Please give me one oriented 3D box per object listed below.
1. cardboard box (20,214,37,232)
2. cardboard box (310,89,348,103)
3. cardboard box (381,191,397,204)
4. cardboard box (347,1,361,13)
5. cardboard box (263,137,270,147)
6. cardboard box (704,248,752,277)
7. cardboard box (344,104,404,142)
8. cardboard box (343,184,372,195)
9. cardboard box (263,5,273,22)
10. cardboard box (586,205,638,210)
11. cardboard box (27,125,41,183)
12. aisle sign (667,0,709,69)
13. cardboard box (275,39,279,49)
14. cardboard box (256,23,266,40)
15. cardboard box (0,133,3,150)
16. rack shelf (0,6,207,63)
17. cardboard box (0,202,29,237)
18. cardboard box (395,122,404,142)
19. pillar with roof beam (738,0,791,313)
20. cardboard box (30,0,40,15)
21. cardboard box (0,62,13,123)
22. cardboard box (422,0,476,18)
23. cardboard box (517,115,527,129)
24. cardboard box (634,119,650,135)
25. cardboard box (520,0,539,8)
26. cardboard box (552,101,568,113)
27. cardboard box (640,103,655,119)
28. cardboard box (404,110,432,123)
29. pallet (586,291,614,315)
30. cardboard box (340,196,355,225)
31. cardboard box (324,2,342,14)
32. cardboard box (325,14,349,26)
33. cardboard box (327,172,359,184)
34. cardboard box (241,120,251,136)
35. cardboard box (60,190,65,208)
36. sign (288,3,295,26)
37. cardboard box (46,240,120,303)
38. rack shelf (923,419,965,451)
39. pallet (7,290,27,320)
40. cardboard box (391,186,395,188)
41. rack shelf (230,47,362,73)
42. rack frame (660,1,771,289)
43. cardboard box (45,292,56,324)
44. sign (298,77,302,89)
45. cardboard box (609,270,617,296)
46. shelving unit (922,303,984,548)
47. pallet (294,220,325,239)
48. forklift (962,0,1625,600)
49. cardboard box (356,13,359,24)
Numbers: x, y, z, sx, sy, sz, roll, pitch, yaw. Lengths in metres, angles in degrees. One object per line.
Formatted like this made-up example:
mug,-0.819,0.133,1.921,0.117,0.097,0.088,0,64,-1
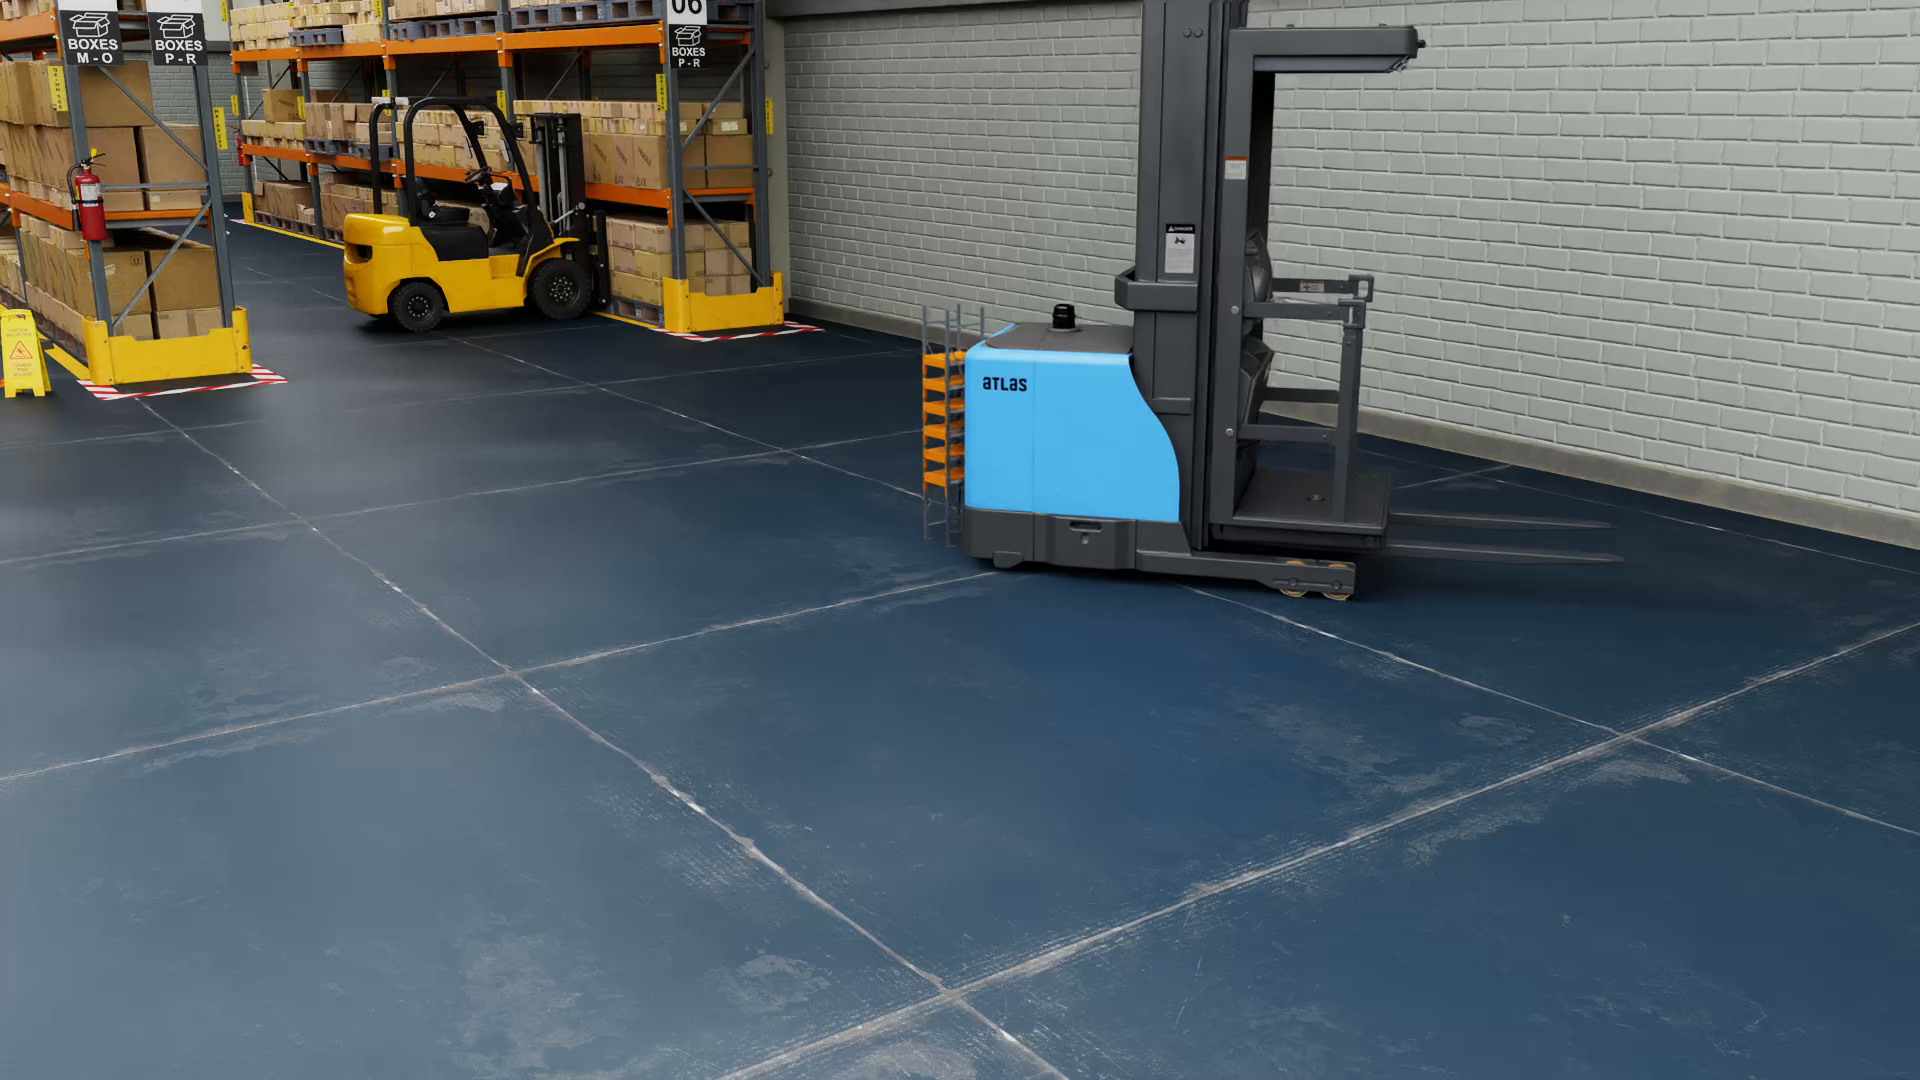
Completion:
cardboard box,-8.508,-2.960,15.471,0.380,0.149,0.250,-11,19,-34
cardboard box,-10.013,-6.884,26.347,0.500,0.500,0.500,-11,19,-36
cardboard box,-7.681,-4.667,22.658,0.380,0.149,0.250,-12,19,-37
cardboard box,-8.054,-7.199,22.481,0.380,0.149,0.250,-11,19,-36
cardboard box,-11.015,-6.429,26.861,0.380,0.149,0.250,-12,19,-36
cardboard box,-2.405,-2.780,16.516,0.500,0.250,0.500,-10,18,-34
cardboard box,-8.110,-5.810,23.131,0.797,0.503,0.637,-11,19,-36
cardboard box,-8.799,-5.127,24.338,0.380,0.149,0.250,-11,19,-35
cardboard box,-10.440,-8.138,25.719,0.500,0.250,0.500,-10,18,-34
cardboard box,-3.892,-3.561,18.426,0.500,0.250,0.500,-11,19,-35
cardboard box,-7.716,-3.349,14.379,0.500,0.500,0.500,-11,19,-34
aisle sign,-2.495,-4.724,15.229,0.394,0.787,0.004,-11,19,-35
cardboard box,-10.369,-7.675,25.729,0.380,0.149,0.250,-10,18,-33
cardboard box,-10.735,-8.004,26.175,0.500,0.250,0.500,-11,19,-35
cardboard box,-9.118,-4.070,16.215,0.500,0.500,0.500,-11,19,-36
rack shelf,-7.485,-4.285,14.232,1.077,0.370,4.000,-11,19,-35
cardboard box,-11.352,-3.805,20.025,0.875,0.875,0.875,-11,19,-35
cardboard box,-6.957,-5.270,21.487,0.500,0.250,0.500,-11,19,-35
pillar with roof beam,-5.459,-6.044,13.611,9.100,9.000,0.400,-11,19,-35
cardboard box,-7.327,-4.337,13.534,0.380,0.149,0.250,-11,19,-35
cardboard box,-8.022,-3.935,14.624,0.700,0.500,0.500,-11,19,-36
cardboard box,-6.173,-6.574,20.056,0.500,0.500,0.500,-10,18,-33
cardboard box,-4.674,-4.636,18.414,0.380,0.149,0.250,-11,19,-35
cardboard box,-2.901,-3.971,15.986,0.380,0.149,0.250,-11,18,-34
cardboard box,-4.356,-5.823,17.671,0.500,0.311,0.500,-10,18,-33
cardboard box,-4.074,-4.557,17.563,0.380,0.149,0.250,-11,19,-35
cardboard box,-2.848,-4.126,15.987,0.380,0.149,0.250,-11,19,-34
cardboard box,-6.893,-5.428,21.310,0.380,0.149,0.250,-10,18,-33
pallet,-3.493,-2.602,17.682,1.003,0.211,1.213,-11,19,-35
cardboard box,-8.639,-4.731,24.120,0.500,0.500,0.500,-12,19,-36
cardboard box,-8.578,-7.360,23.032,0.380,0.149,0.250,-11,19,-34
cardboard box,-8.574,-7.219,23.078,0.380,0.149,0.250,-10,18,-33
cardboard box,-9.165,-5.379,24.696,0.380,0.149,0.250,-12,19,-37
cardboard box,-11.655,-6.879,27.747,0.500,0.250,0.500,-11,19,-34
cardboard box,-7.074,-2.779,13.523,0.380,0.149,0.250,-11,19,-35
sign,-9.787,-7.702,24.375,0.100,0.325,0.005,-11,19,-35
cardboard box,-7.592,-2.347,14.461,0.500,0.500,0.500,-11,19,-36
rack shelf,-0.033,-0.534,8.422,0.258,0.103,0.180,-12,19,-37
pallet,-9.120,-2.434,17.068,1.003,0.211,1.213,-11,19,-35
cardboard box,-7.983,-5.040,24.018,0.380,0.149,0.250,-12,19,-37
rack shelf,-10.528,-7.619,26.412,1.077,0.370,4.000,-11,19,-35
rack frame,-2.296,-3.530,15.790,1.000,3.000,0.127,-11,19,-35
cardboard box,-7.896,-2.096,14.965,0.500,0.250,0.500,-11,19,-35
sign,-11.243,-7.739,28.378,0.100,0.325,0.005,-11,19,-35
cardboard box,-3.400,-2.673,17.074,0.500,0.250,0.500,-11,19,-34
shelving unit,-0.033,-0.577,8.410,0.258,1.200,0.189,-12,19,-37
pallet,-9.755,-4.894,26.057,1.003,0.211,1.213,-11,19,-35
forklift,1.584,-1.295,7.754,3.031,2.935,1.130,4,16,15
cardboard box,-7.962,-7.069,22.568,0.380,0.149,0.250,-11,19,-34
